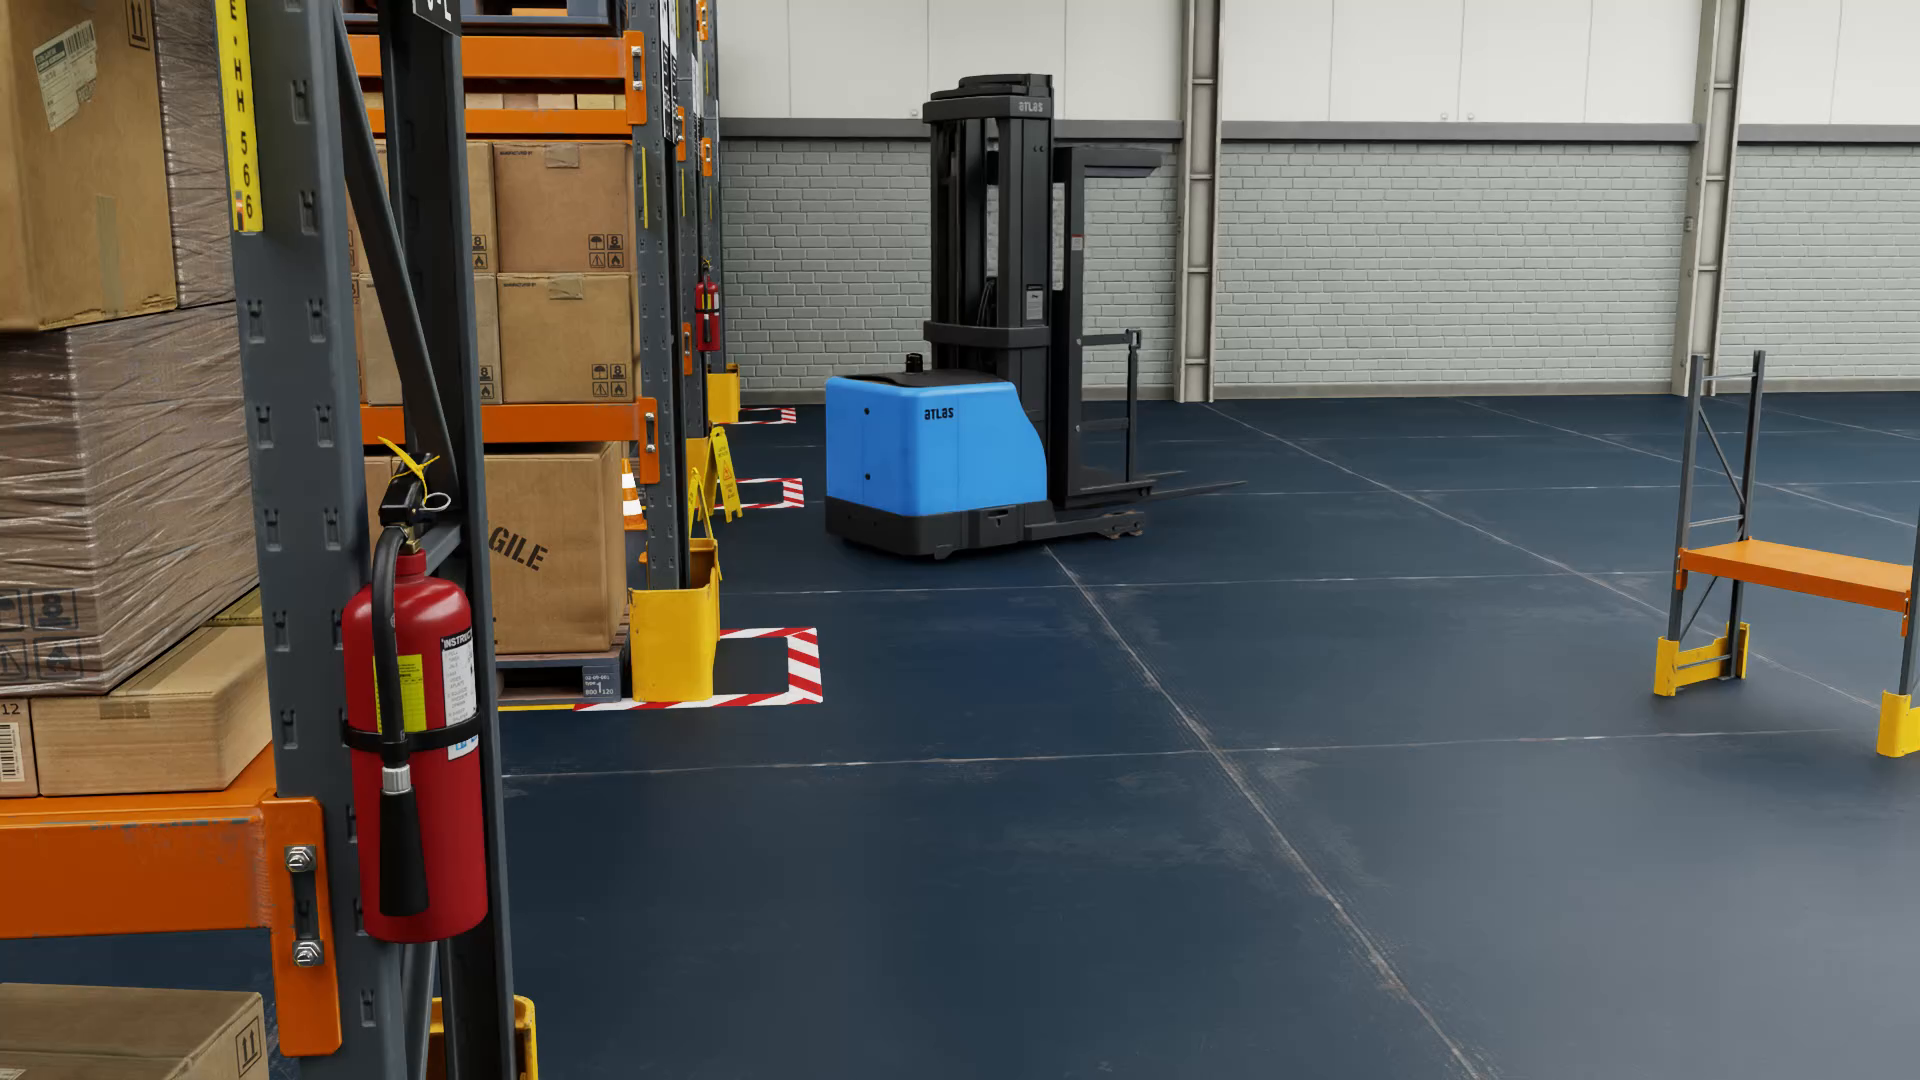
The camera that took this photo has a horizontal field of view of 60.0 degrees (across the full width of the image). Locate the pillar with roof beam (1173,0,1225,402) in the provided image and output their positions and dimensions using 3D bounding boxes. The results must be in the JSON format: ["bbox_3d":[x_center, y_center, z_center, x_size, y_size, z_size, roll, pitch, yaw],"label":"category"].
[{"bbox_3d":[3.118,-5.175,13.866,0.400,9.000,9.100,-1,11,-6],"label":"pillar with roof beam"}]

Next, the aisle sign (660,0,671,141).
[{"bbox_3d":[-1.244,-2.095,7.007,0.004,0.787,0.394,-1,11,-6],"label":"aisle sign"}]

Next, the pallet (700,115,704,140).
[{"bbox_3d":[-3.228,-4.193,16.872,1.213,0.211,1.003,-1,11,-6],"label":"pallet"}]

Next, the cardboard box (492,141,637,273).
[{"bbox_3d":[-1.720,-1.478,7.423,0.550,0.550,0.875,-1,11,-6],"label":"cardboard box"}]

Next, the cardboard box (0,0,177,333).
[{"bbox_3d":[-1.432,-0.549,2.260,0.500,0.500,0.500,-1,11,-6],"label":"cardboard box"}]

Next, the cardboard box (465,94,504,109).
[{"bbox_3d":[-3.320,-3.092,11.697,0.250,0.149,0.380,-1,11,-7],"label":"cardboard box"}]

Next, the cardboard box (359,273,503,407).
[{"bbox_3d":[-2.255,-0.917,7.366,0.550,0.550,0.875,-1,11,-6],"label":"cardboard box"}]

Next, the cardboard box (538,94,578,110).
[{"bbox_3d":[-2.818,-3.099,11.732,0.250,0.149,0.380,-1,11,-4],"label":"cardboard box"}]

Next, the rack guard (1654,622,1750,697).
[{"bbox_3d":[3.352,0.533,7.506,0.587,0.250,0.087,-7,13,-32],"label":"rack guard"}]

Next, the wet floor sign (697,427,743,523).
[{"bbox_3d":[-1.678,-0.466,11.564,0.232,0.644,0.267,3,11,14],"label":"wet floor sign"}]

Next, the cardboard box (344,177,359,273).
[{"bbox_3d":[-2.828,-1.463,7.348,0.550,0.550,0.875,-1,11,-6],"label":"cardboard box"}]

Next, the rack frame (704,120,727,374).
[{"bbox_3d":[-2.522,-2.774,17.203,0.127,3.000,1.000,-1,11,-6],"label":"rack frame"}]

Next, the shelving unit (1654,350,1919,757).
[{"bbox_3d":[3.621,0.001,6.975,0.587,1.500,1.083,-7,13,-32],"label":"shelving unit"}]

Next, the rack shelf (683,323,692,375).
[{"bbox_3d":[-3.970,-1.428,12.218,4.000,0.370,1.077,-1,11,-6],"label":"rack shelf"}]

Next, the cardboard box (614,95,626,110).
[{"bbox_3d":[-2.307,-3.110,11.785,0.250,0.149,0.380,-1,11,-6],"label":"cardboard box"}]

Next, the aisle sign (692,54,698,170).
[{"bbox_3d":[-1.889,-3.043,11.834,0.004,0.787,0.394,-1,11,-6],"label":"aisle sign"}]

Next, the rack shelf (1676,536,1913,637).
[{"bbox_3d":[3.626,0.179,7.002,0.538,0.185,1.000,-7,13,-32],"label":"rack shelf"}]

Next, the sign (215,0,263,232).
[{"bbox_3d":[-0.872,-0.538,2.008,0.005,0.325,0.100,-1,11,-6],"label":"sign"}]

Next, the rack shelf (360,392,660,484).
[{"bbox_3d":[-3.335,-0.480,7.401,4.000,0.370,1.077,-1,11,-6],"label":"rack shelf"}]

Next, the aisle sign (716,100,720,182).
[{"bbox_3d":[-2.425,-3.995,16.672,0.004,0.787,0.394,-1,11,-6],"label":"aisle sign"}]

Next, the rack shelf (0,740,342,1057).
[{"bbox_3d":[-2.900,0.473,2.551,4.000,0.370,1.077,-1,11,-6],"label":"rack shelf"}]

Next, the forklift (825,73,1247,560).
[{"bbox_3d":[0.621,-1.517,10.986,3.031,2.935,1.130,-8,14,-35],"label":"forklift"}]

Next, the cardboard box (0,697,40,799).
[{"bbox_3d":[-1.422,0.252,2.461,0.250,0.149,0.380,-1,11,-6],"label":"cardboard box"}]

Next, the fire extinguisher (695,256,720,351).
[{"bbox_3d":[-1.818,-1.698,11.931,0.183,0.674,0.296,-1,11,-6],"label":"fire extinguisher"}]

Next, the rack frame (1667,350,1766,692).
[{"bbox_3d":[3.351,-0.080,7.387,0.500,1.500,0.032,-7,13,-32],"label":"rack frame"}]

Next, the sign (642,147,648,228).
[{"bbox_3d":[-1.302,-1.455,6.878,0.005,0.325,0.100,-1,11,-6],"label":"sign"}]

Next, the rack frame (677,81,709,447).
[{"bbox_3d":[-1.982,-1.822,12.361,0.127,3.000,1.000,-1,11,-6],"label":"rack frame"}]

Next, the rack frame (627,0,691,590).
[{"bbox_3d":[-1.347,-0.875,7.543,0.127,3.000,1.000,-1,11,-6],"label":"rack frame"}]

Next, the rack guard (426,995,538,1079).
[{"bbox_3d":[-0.987,1.306,2.927,0.348,0.500,1.175,-1,11,-6],"label":"rack guard"}]

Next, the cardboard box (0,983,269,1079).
[{"bbox_3d":[-1.534,1.109,2.845,0.500,0.500,0.500,1,11,4],"label":"cardboard box"}]

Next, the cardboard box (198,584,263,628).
[{"bbox_3d":[-1.221,0.162,2.921,0.250,0.149,0.380,-1,11,-6],"label":"cardboard box"}]

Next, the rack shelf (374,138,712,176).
[{"bbox_3d":[-4.510,-3.851,16.771,4.000,0.370,1.077,-1,11,-6],"label":"rack shelf"}]

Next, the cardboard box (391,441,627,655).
[{"bbox_3d":[-2.014,-0.012,7.571,0.875,0.875,0.875,-1,11,-6],"label":"cardboard box"}]

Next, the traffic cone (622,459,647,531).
[{"bbox_3d":[-2.270,-0.321,11.302,0.334,0.463,0.336,-1,11,-6],"label":"traffic cone"}]

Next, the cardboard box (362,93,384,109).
[{"bbox_3d":[-4.087,-3.079,11.629,0.250,0.149,0.380,-1,11,-6],"label":"cardboard box"}]

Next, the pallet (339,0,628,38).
[{"bbox_3d":[-2.083,-2.286,7.173,1.213,0.211,1.003,-1,11,-6],"label":"pallet"}]

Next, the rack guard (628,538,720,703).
[{"bbox_3d":[-1.323,0.351,7.787,0.348,0.500,1.175,-1,11,-6],"label":"rack guard"}]

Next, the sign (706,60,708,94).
[{"bbox_3d":[-2.477,-4.537,16.305,0.005,0.325,0.100,-1,11,-6],"label":"sign"}]
